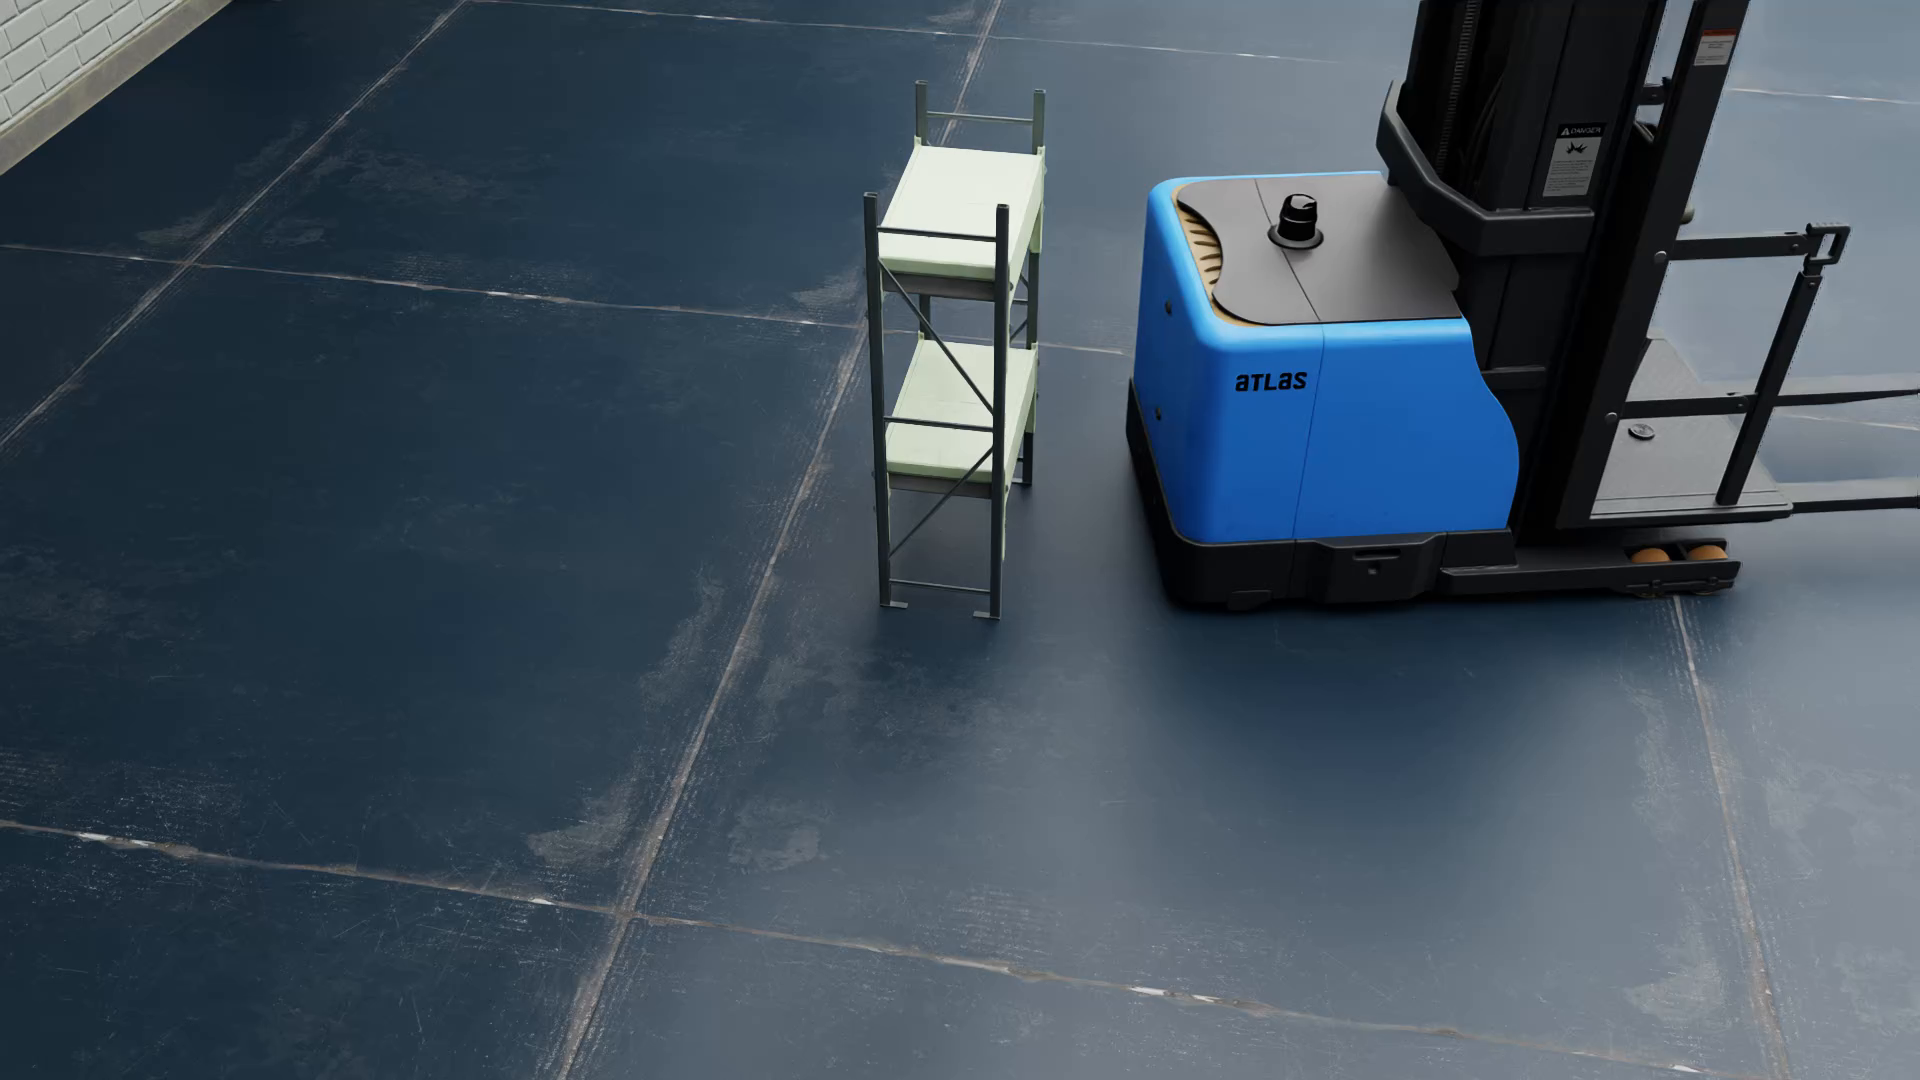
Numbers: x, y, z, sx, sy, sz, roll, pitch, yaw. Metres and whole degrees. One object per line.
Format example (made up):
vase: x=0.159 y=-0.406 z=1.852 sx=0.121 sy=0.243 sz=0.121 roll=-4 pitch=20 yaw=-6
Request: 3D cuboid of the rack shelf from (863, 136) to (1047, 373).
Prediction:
rack shelf: x=-0.001 y=-0.875 z=5.018 sx=0.431 sy=0.370 sz=0.720 roll=6 pitch=40 yaw=8

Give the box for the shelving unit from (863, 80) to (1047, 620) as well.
shelving unit: x=-0.001 y=-0.574 z=5.267 sx=0.431 sy=1.500 sz=0.755 roll=6 pitch=40 yaw=8

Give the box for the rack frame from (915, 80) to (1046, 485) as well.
rack frame: x=0.062 y=-0.804 z=5.545 sx=0.400 sy=1.500 sz=0.023 roll=6 pitch=40 yaw=8

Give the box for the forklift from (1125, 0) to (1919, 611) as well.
forklift: x=2.152 y=-1.273 z=4.990 sx=3.031 sy=2.935 sz=1.130 roll=-3 pitch=40 yaw=-3

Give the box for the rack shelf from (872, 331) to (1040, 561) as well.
rack shelf: x=-0.001 y=-0.323 z=5.475 sx=0.431 sy=0.370 sz=0.720 roll=6 pitch=40 yaw=8

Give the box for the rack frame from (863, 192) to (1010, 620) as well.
rack frame: x=-0.064 y=-0.344 z=4.989 sx=0.400 sy=1.500 sz=0.023 roll=6 pitch=40 yaw=8
